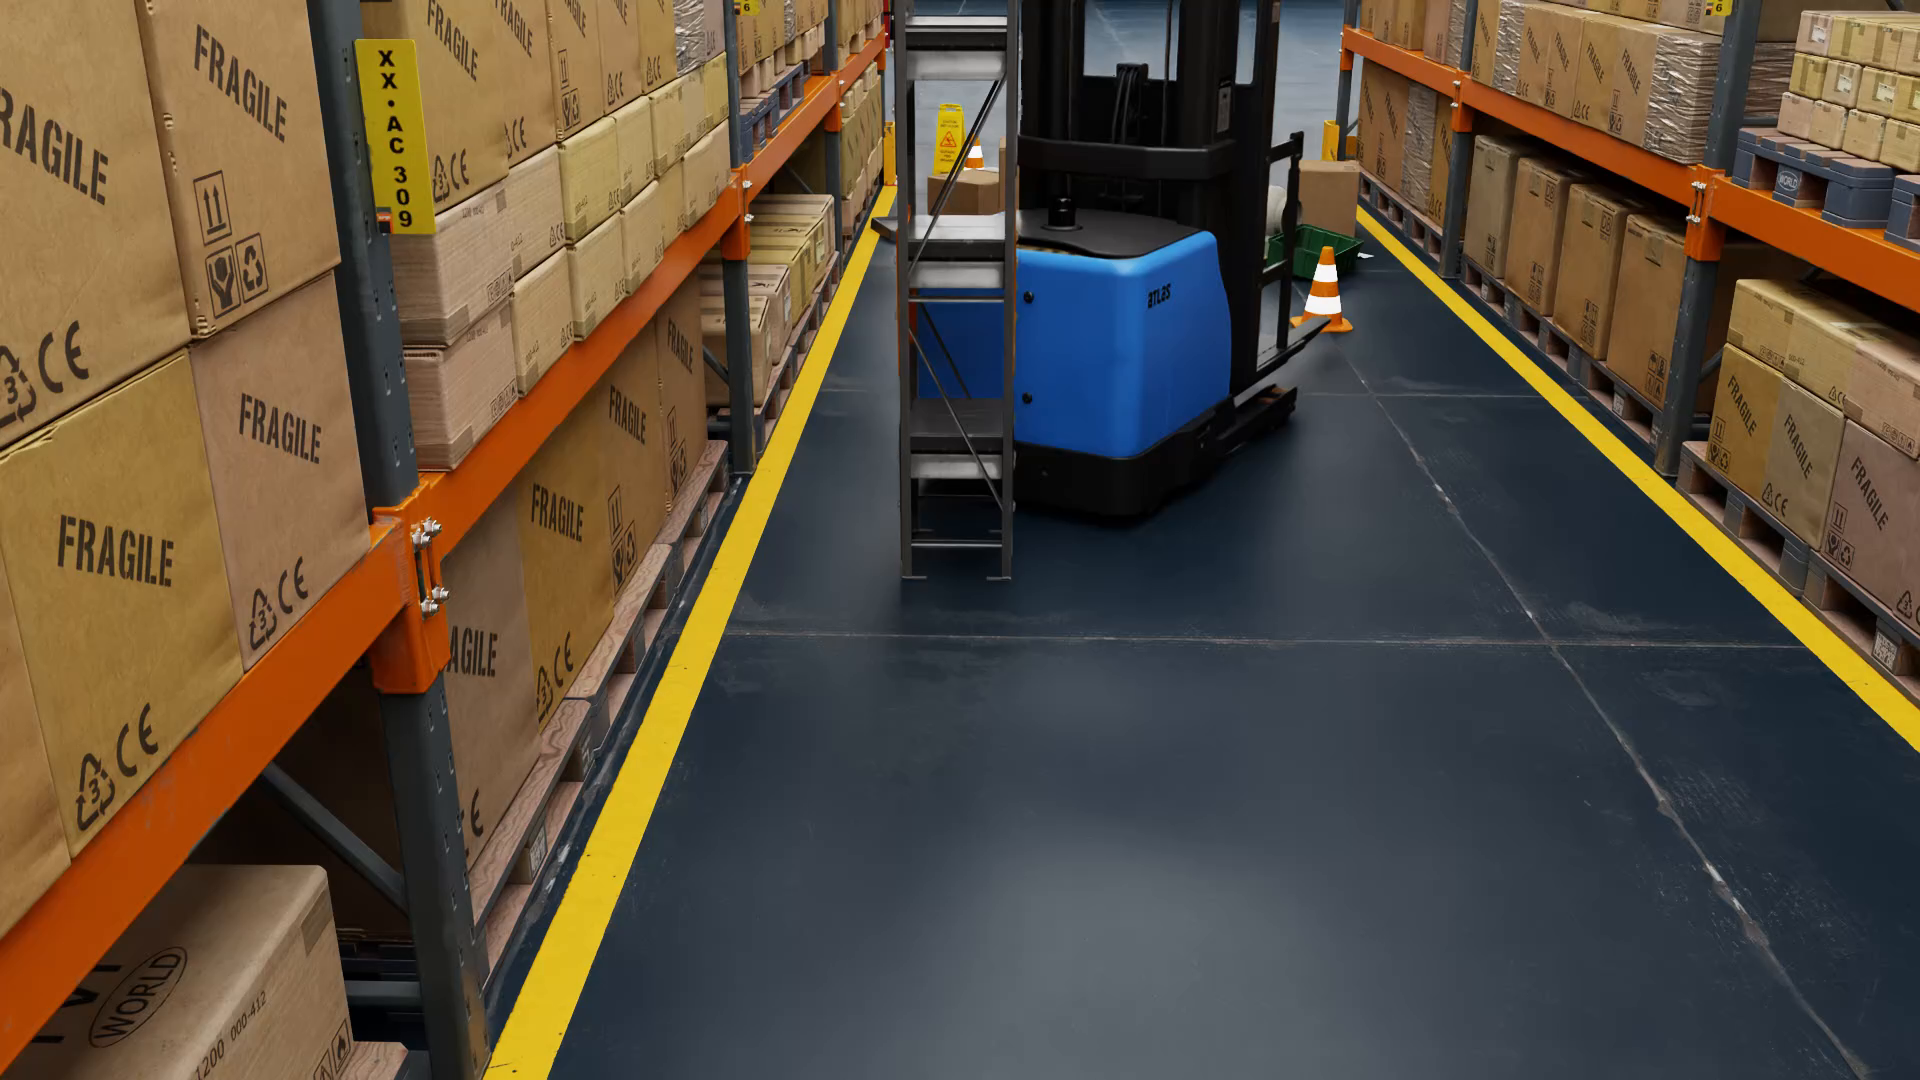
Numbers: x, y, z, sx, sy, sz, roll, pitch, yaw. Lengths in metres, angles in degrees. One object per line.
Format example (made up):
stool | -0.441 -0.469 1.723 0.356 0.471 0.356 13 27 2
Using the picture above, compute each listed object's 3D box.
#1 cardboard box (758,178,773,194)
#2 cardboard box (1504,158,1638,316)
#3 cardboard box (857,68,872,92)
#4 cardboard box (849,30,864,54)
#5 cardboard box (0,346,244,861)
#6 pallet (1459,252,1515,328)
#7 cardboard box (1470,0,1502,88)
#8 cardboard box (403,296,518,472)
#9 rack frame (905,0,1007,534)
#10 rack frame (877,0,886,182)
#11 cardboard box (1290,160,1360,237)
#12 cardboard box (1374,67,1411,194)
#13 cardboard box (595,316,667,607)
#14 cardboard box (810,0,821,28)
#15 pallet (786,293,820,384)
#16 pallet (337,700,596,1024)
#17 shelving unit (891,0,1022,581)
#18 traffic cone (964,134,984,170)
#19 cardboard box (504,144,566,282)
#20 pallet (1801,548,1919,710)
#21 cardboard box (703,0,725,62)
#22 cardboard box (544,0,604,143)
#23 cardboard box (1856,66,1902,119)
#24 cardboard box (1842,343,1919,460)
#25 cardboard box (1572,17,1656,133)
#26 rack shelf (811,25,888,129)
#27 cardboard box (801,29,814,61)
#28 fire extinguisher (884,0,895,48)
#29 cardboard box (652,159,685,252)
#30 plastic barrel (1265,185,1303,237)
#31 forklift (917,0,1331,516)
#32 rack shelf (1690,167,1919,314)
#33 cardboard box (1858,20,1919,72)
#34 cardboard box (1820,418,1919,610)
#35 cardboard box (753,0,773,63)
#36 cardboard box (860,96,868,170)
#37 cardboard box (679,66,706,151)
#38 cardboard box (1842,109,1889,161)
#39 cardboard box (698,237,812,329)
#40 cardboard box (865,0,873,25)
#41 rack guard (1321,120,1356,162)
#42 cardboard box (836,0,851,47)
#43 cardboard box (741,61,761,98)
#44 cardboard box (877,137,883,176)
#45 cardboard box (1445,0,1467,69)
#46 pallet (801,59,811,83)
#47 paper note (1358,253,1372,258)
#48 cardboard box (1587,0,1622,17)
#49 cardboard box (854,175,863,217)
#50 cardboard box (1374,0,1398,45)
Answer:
cardboard box | -1.527 -2.626 11.333 0.500 0.500 0.500 0 21 1
cardboard box | 3.712 -1.700 9.294 1.050 0.750 0.750 1 21 2
cardboard box | -0.884 -3.545 12.807 0.380 0.149 0.250 2 21 4
cardboard box | -0.898 -3.601 12.010 0.380 0.149 0.250 1 21 2
cardboard box | -1.289 0.057 2.097 0.500 0.500 0.500 0 21 0
pallet | 3.726 -1.548 10.226 1.003 0.211 1.213 1 21 2
cardboard box | 3.389 -2.987 9.942 0.500 0.500 0.500 1 21 2
cardboard box | -1.243 -0.339 3.463 0.500 0.250 0.500 0 21 0
rack frame | 0.002 -1.007 6.222 0.400 2.100 0.015 1 21 2
rack frame | -1.155 -4.592 14.216 1.000 3.000 0.127 1 21 2
cardboard box | 2.695 -2.536 12.370 0.500 0.500 0.500 4 22 11
cardboard box | 3.816 -3.215 13.024 0.875 0.875 0.875 0 21 1
cardboard box | -1.534 -0.333 5.597 0.875 0.875 0.875 1 21 2
cardboard box | -1.075 -3.178 9.442 0.500 0.500 0.500 1 21 2
pallet | -1.333 -1.122 9.128 1.003 0.211 1.213 1 21 2
pallet | -1.572 0.767 4.259 1.003 0.211 1.213 1 21 2
shelving unit | -0.005 -0.919 5.995 0.431 2.100 0.503 1 21 2
traffic cone | 0.121 -3.239 14.238 0.336 0.463 0.334 1 21 2
cardboard box | -1.237 -0.761 3.859 0.500 0.250 0.500 1 21 2
pallet | 3.487 0.341 5.357 1.003 0.211 1.213 1 21 2
cardboard box | -1.153 -2.022 6.073 0.500 0.500 0.500 0 21 0
cardboard box | -1.214 -1.287 4.179 0.500 0.500 0.500 0 21 0
cardboard box | 3.326 -1.531 5.684 0.380 0.149 0.250 0 21 0
cardboard box | 3.246 -0.452 5.387 0.500 0.250 0.500 1 21 2
cardboard box | 3.329 -2.255 8.055 0.500 0.500 0.500 0 21 1
rack shelf | -1.216 -3.533 12.482 1.077 0.370 4.000 1 21 2
cardboard box | -1.018 -2.754 9.247 0.380 0.149 0.250 1 21 2
fire extinguisher | -0.691 -4.592 14.324 0.296 0.674 0.183 1 21 2
cardboard box | -1.186 -1.077 5.364 0.500 0.250 0.500 0 21 1
plastic barrel | 2.175 -2.353 12.009 0.512 0.421 0.421 18 27 38
forklift | 0.966 -1.948 7.497 1.130 2.935 3.031 12 24 28
rack shelf | 3.491 -0.623 4.981 1.077 0.370 4.000 1 21 2
cardboard box | 3.327 -1.686 5.673 0.380 0.149 0.250 1 21 1
cardboard box | 3.253 -0.091 5.492 0.500 0.500 0.500 0 21 0
cardboard box | -1.145 -2.429 7.512 0.500 0.500 0.500 2 21 4
cardboard box | -0.967 -3.000 12.299 0.500 0.500 0.500 2 21 4
cardboard box | -1.171 -1.499 5.761 0.500 0.250 0.500 0 21 0
cardboard box | 3.321 -1.406 5.772 0.380 0.149 0.250 2 21 4
cardboard box | -1.328 -1.415 9.081 0.950 0.372 0.625 1 21 3
cardboard box | -0.935 -4.216 12.698 0.500 0.500 0.500 1 21 1
rack guard | 3.796 -3.417 14.644 1.175 0.500 0.348 1 21 2
cardboard box | -0.985 -3.487 10.819 0.500 0.500 0.500 1 21 1
cardboard box | -1.106 -2.094 7.544 0.380 0.149 0.250 -1 21 -2
cardboard box | -0.912 -3.202 13.854 0.500 0.250 0.500 1 21 1
cardboard box | 3.673 -3.331 10.759 0.875 0.550 0.550 1 21 2
pallet | -1.446 -2.781 9.815 1.003 0.211 1.213 1 21 2
paper note | 2.789 -1.997 11.632 0.147 0.020 0.142 -16 26 -35
cardboard box | 3.619 -2.909 8.360 0.700 0.500 0.500 0 21 1
cardboard box | -0.984 -2.463 11.950 0.500 0.250 0.500 2 21 5
cardboard box | 3.692 -4.109 12.764 0.875 0.550 0.550 1 21 2
